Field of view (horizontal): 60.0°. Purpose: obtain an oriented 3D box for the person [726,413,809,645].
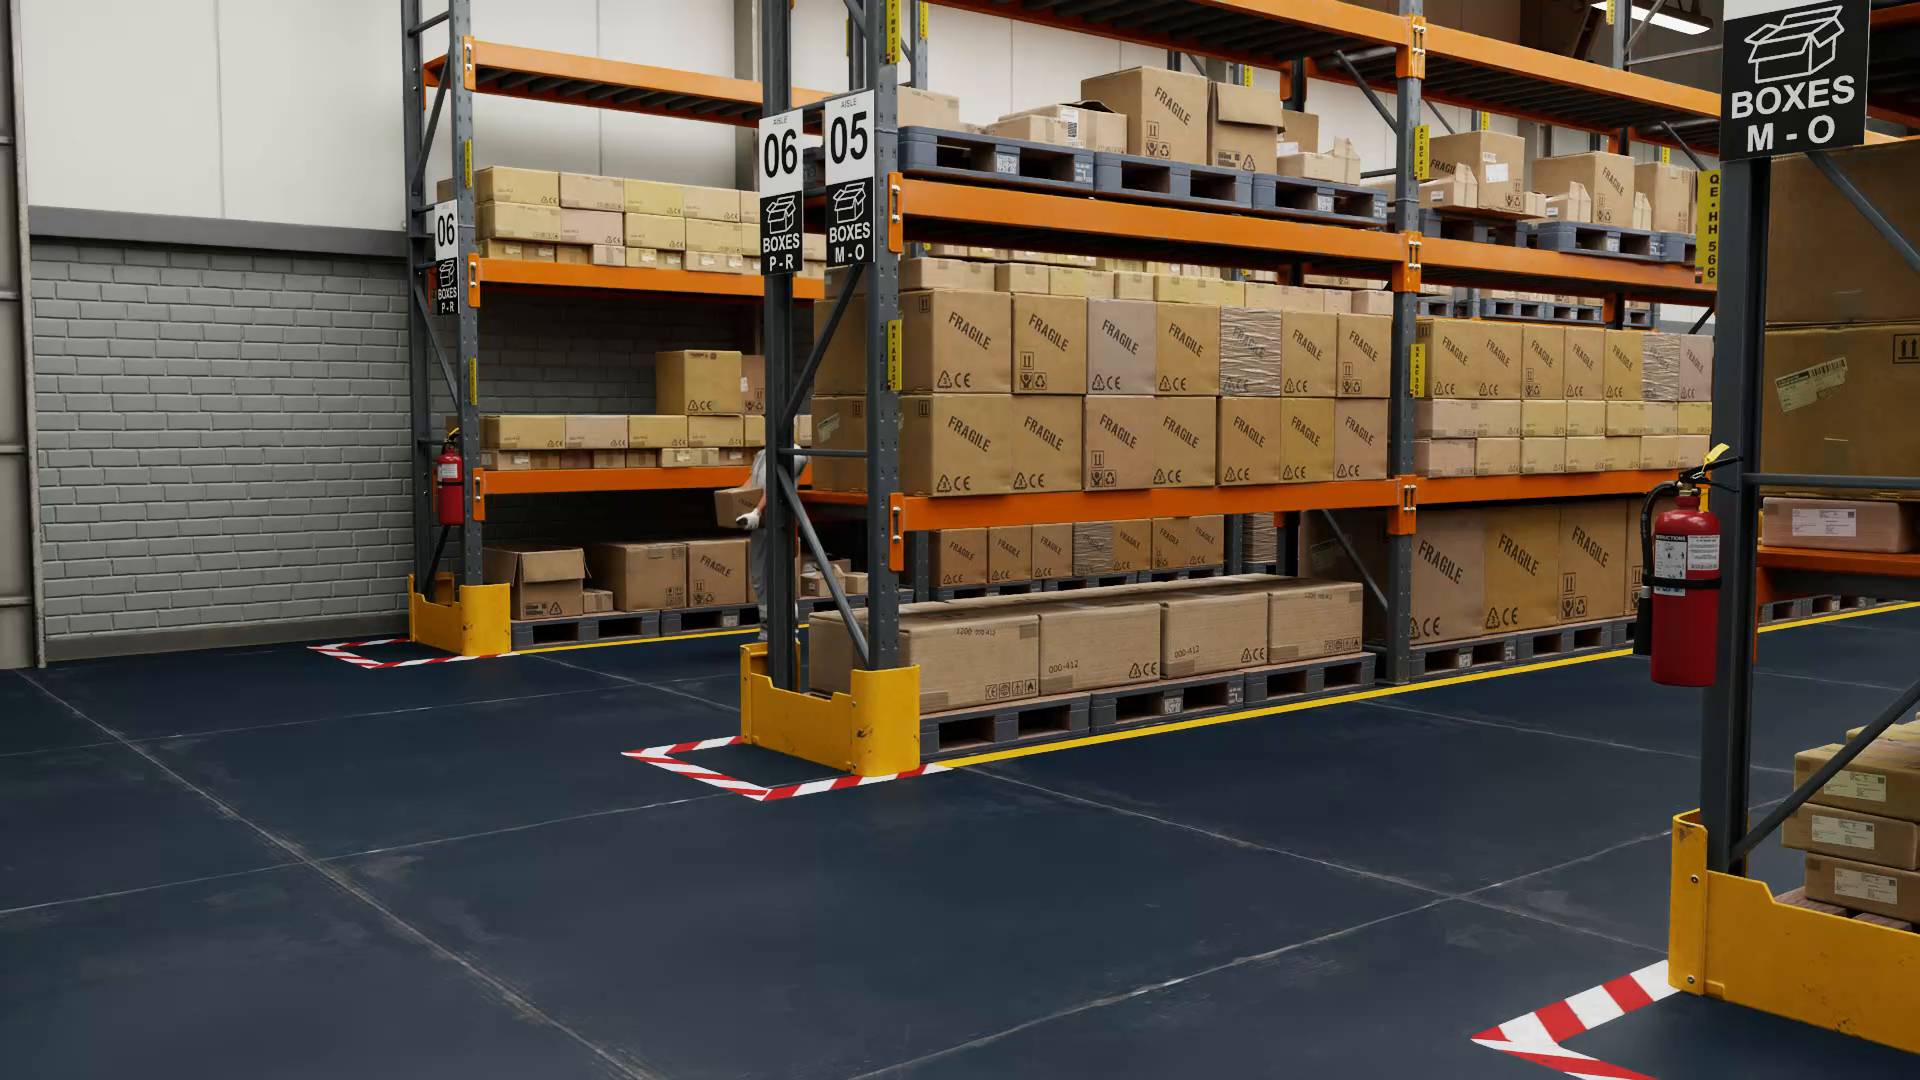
[{"bbox_3d":[-1.396,-0.072,11.772,0.569,1.782,0.494,-3,5,-38],"label":"person"}]
